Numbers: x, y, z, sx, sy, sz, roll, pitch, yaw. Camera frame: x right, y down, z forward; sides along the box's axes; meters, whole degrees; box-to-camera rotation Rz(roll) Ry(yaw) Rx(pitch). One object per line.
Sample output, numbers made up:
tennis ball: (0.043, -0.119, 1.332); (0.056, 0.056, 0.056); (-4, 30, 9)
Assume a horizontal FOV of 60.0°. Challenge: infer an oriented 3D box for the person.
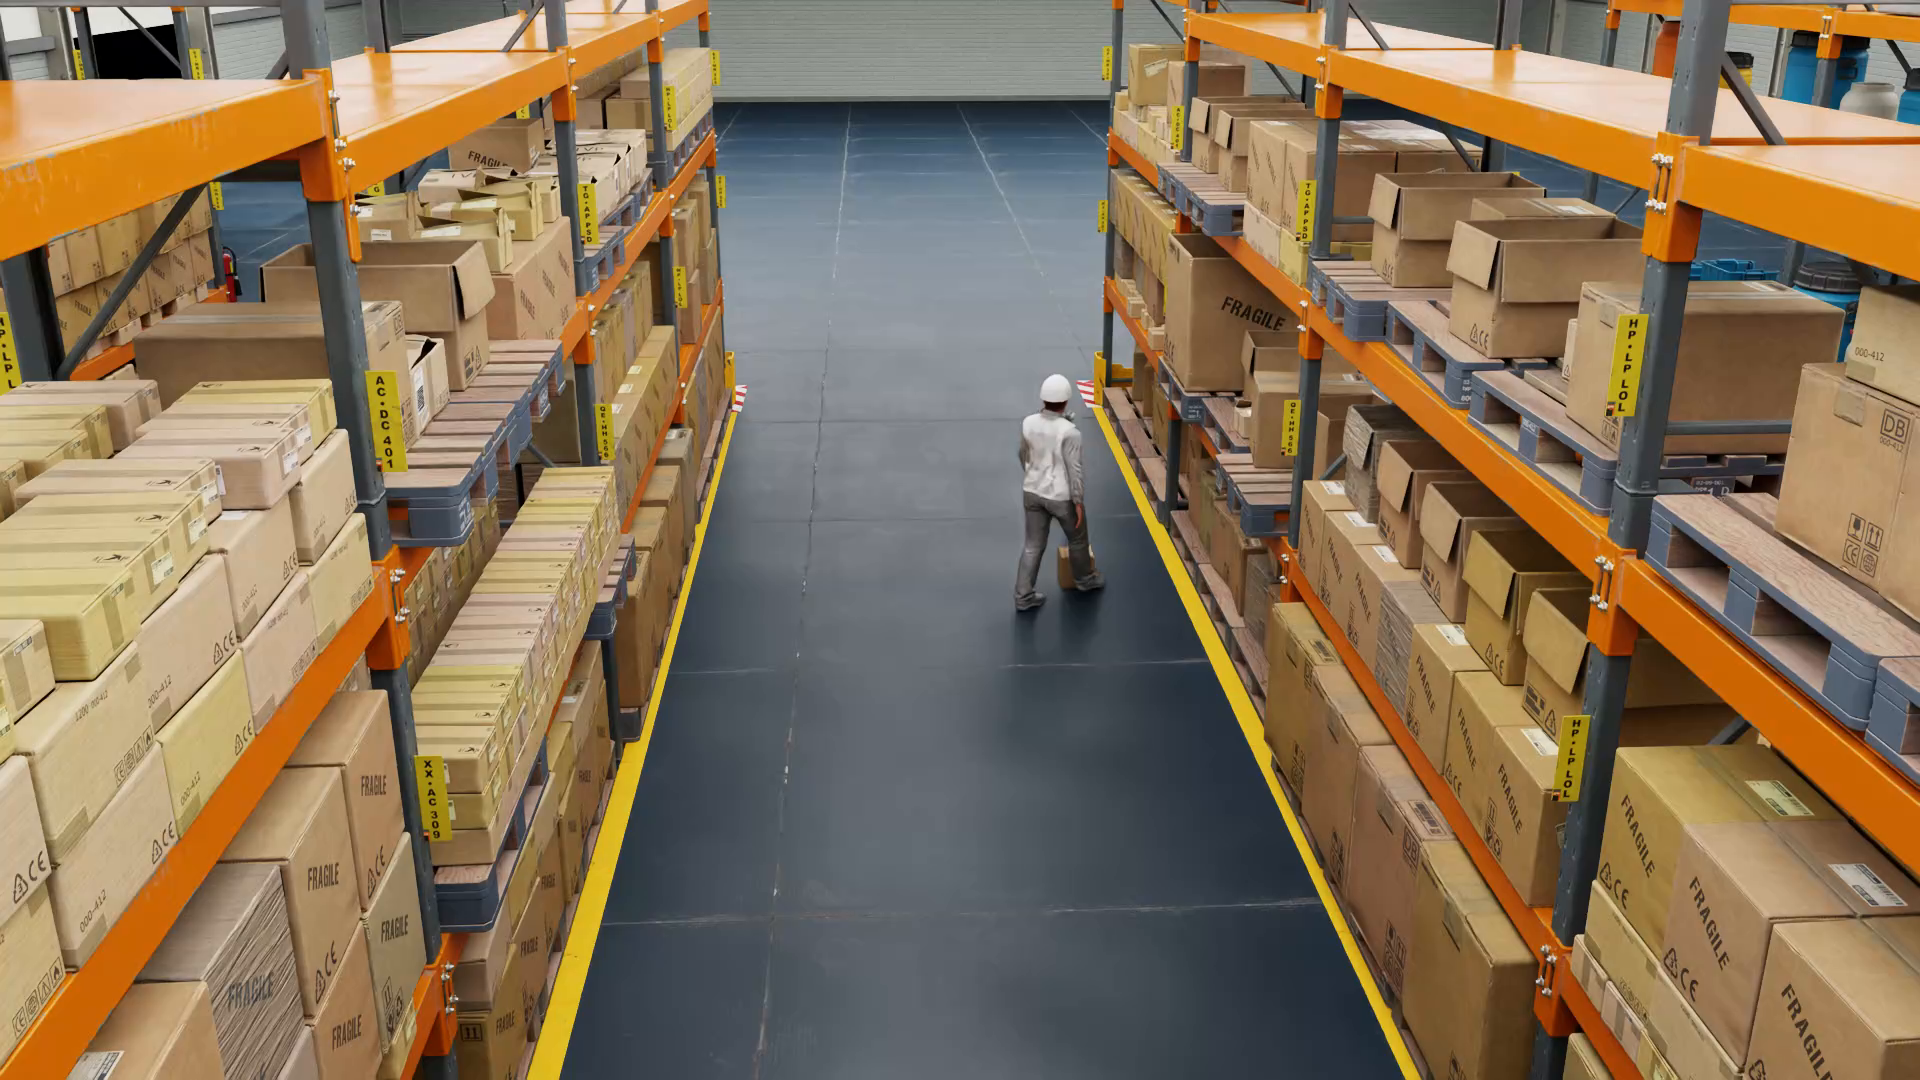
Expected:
person: (0.759, -0.387, 12.107); (0.615, 1.743, 0.885); (14, 25, 34)
